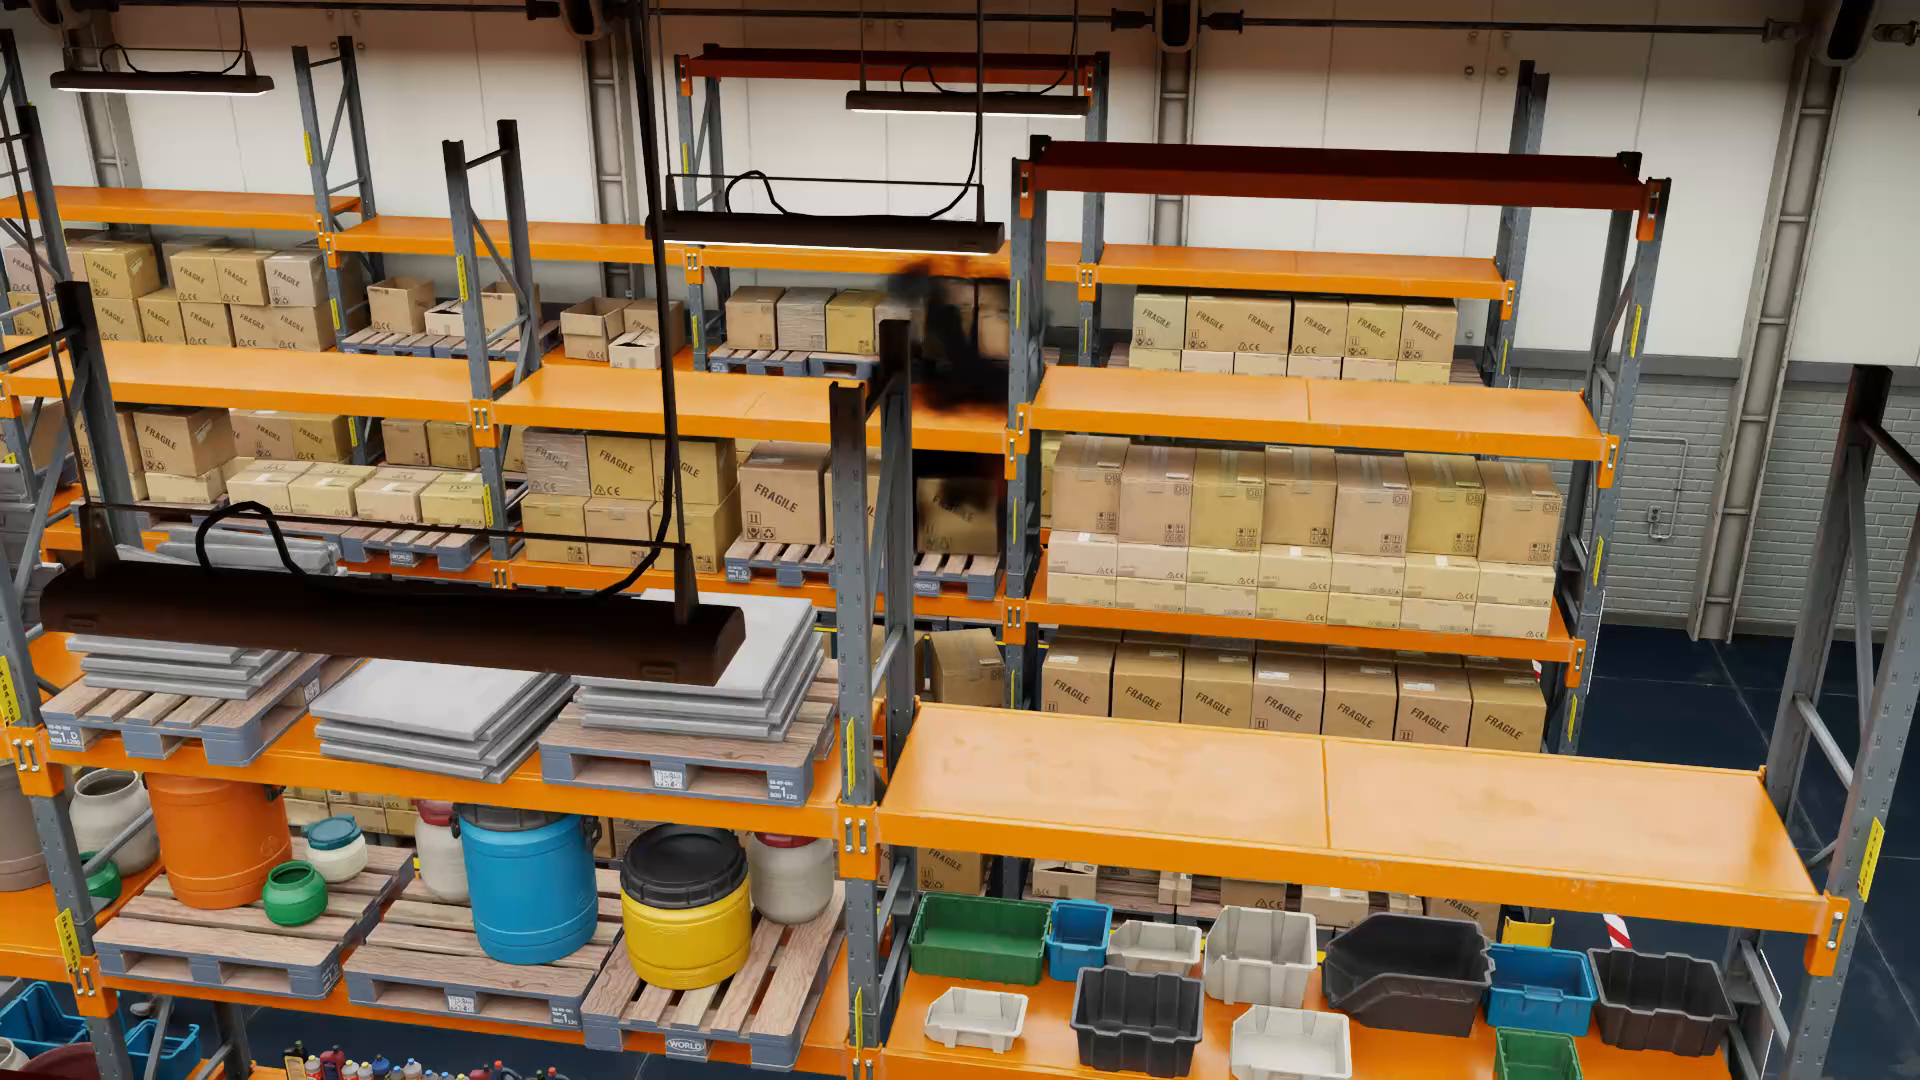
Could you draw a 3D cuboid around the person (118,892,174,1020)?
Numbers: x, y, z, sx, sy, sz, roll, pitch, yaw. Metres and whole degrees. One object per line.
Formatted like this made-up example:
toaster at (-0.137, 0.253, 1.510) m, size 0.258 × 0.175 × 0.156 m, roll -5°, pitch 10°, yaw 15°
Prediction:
person at (-5.953, 2.680, 11.836) m, size 0.589 × 1.720 × 0.692 m, roll 0°, pitch 23°, yaw 0°
